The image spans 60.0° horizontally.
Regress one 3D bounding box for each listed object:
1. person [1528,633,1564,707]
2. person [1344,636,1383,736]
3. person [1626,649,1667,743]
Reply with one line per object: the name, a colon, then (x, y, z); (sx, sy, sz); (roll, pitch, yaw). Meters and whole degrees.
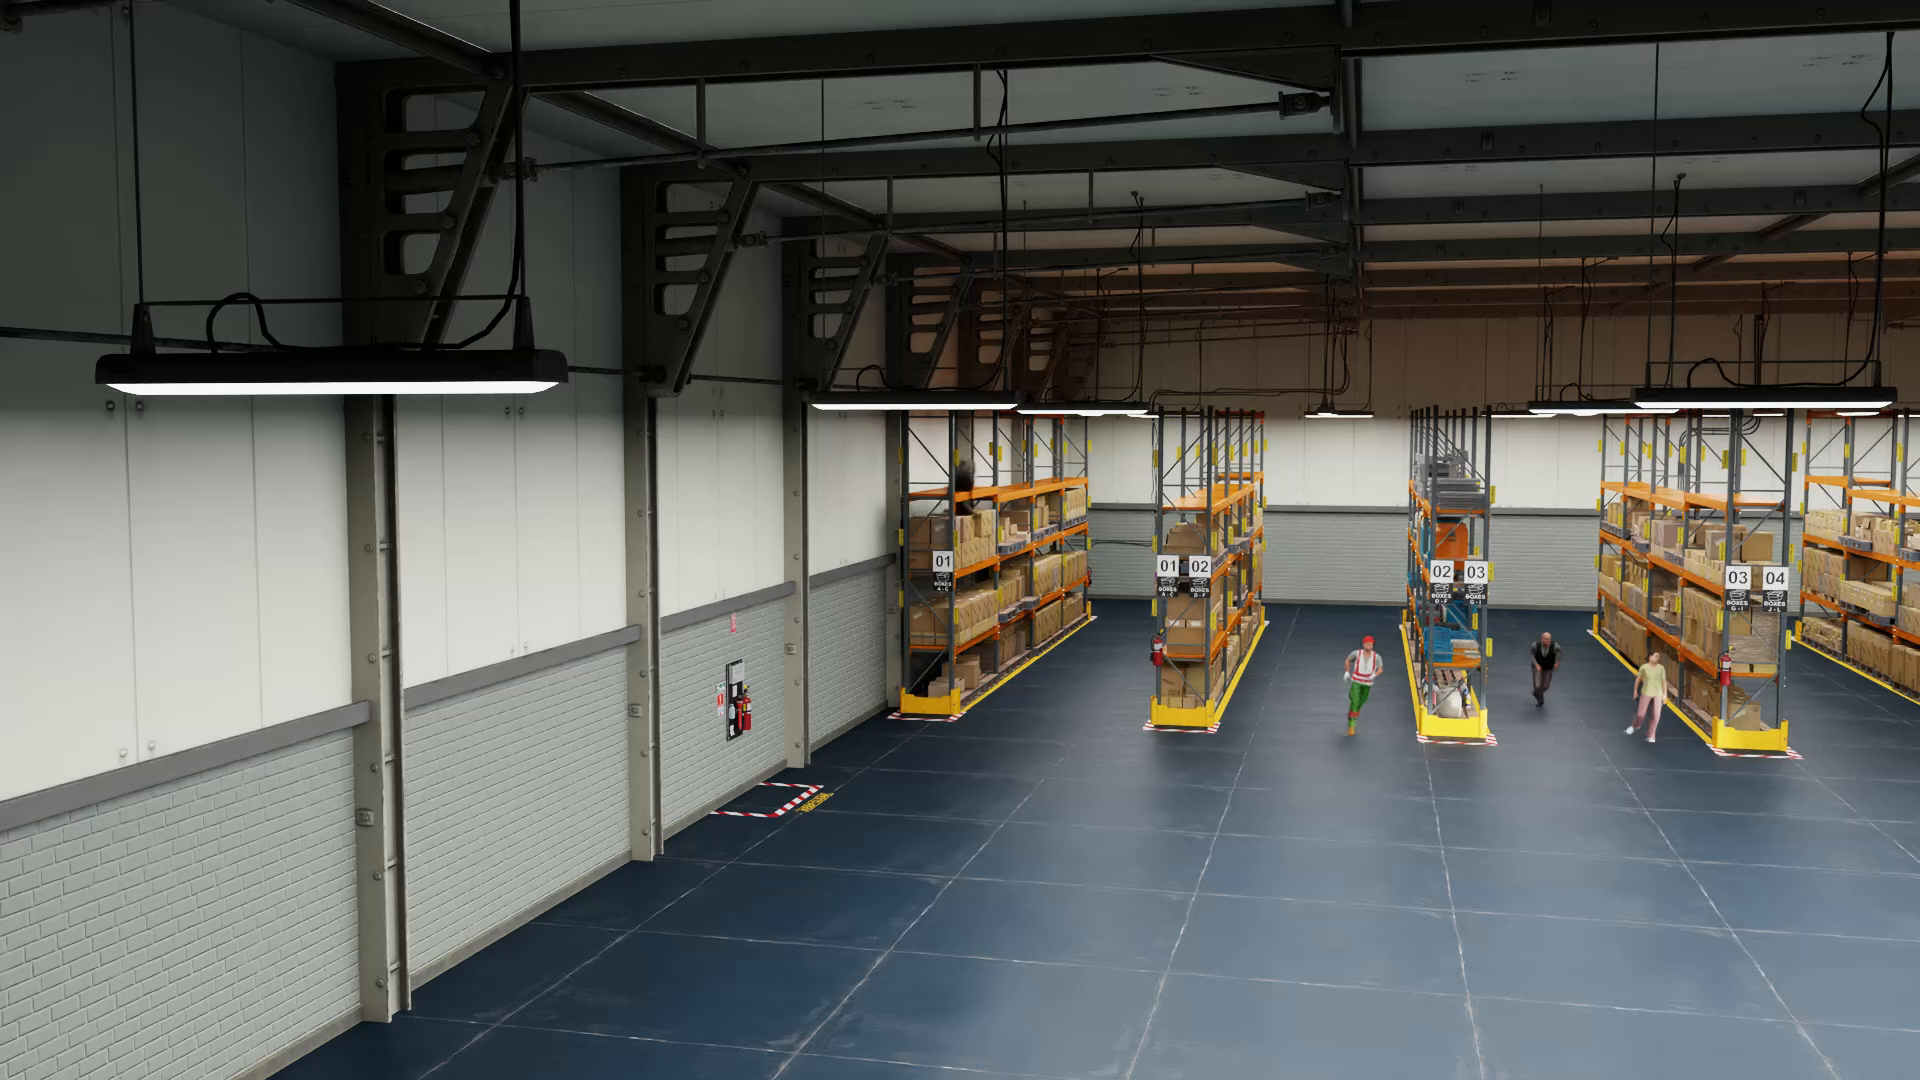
person: (11.706, 2.579, 33.285); (0.680, 1.532, 0.883); (1, 4, 8)
person: (7.359, 2.621, 30.410); (0.713, 1.747, 0.974); (0, 4, 0)
person: (12.255, 2.757, 29.678); (0.618, 1.656, 0.579); (1, 4, 12)
